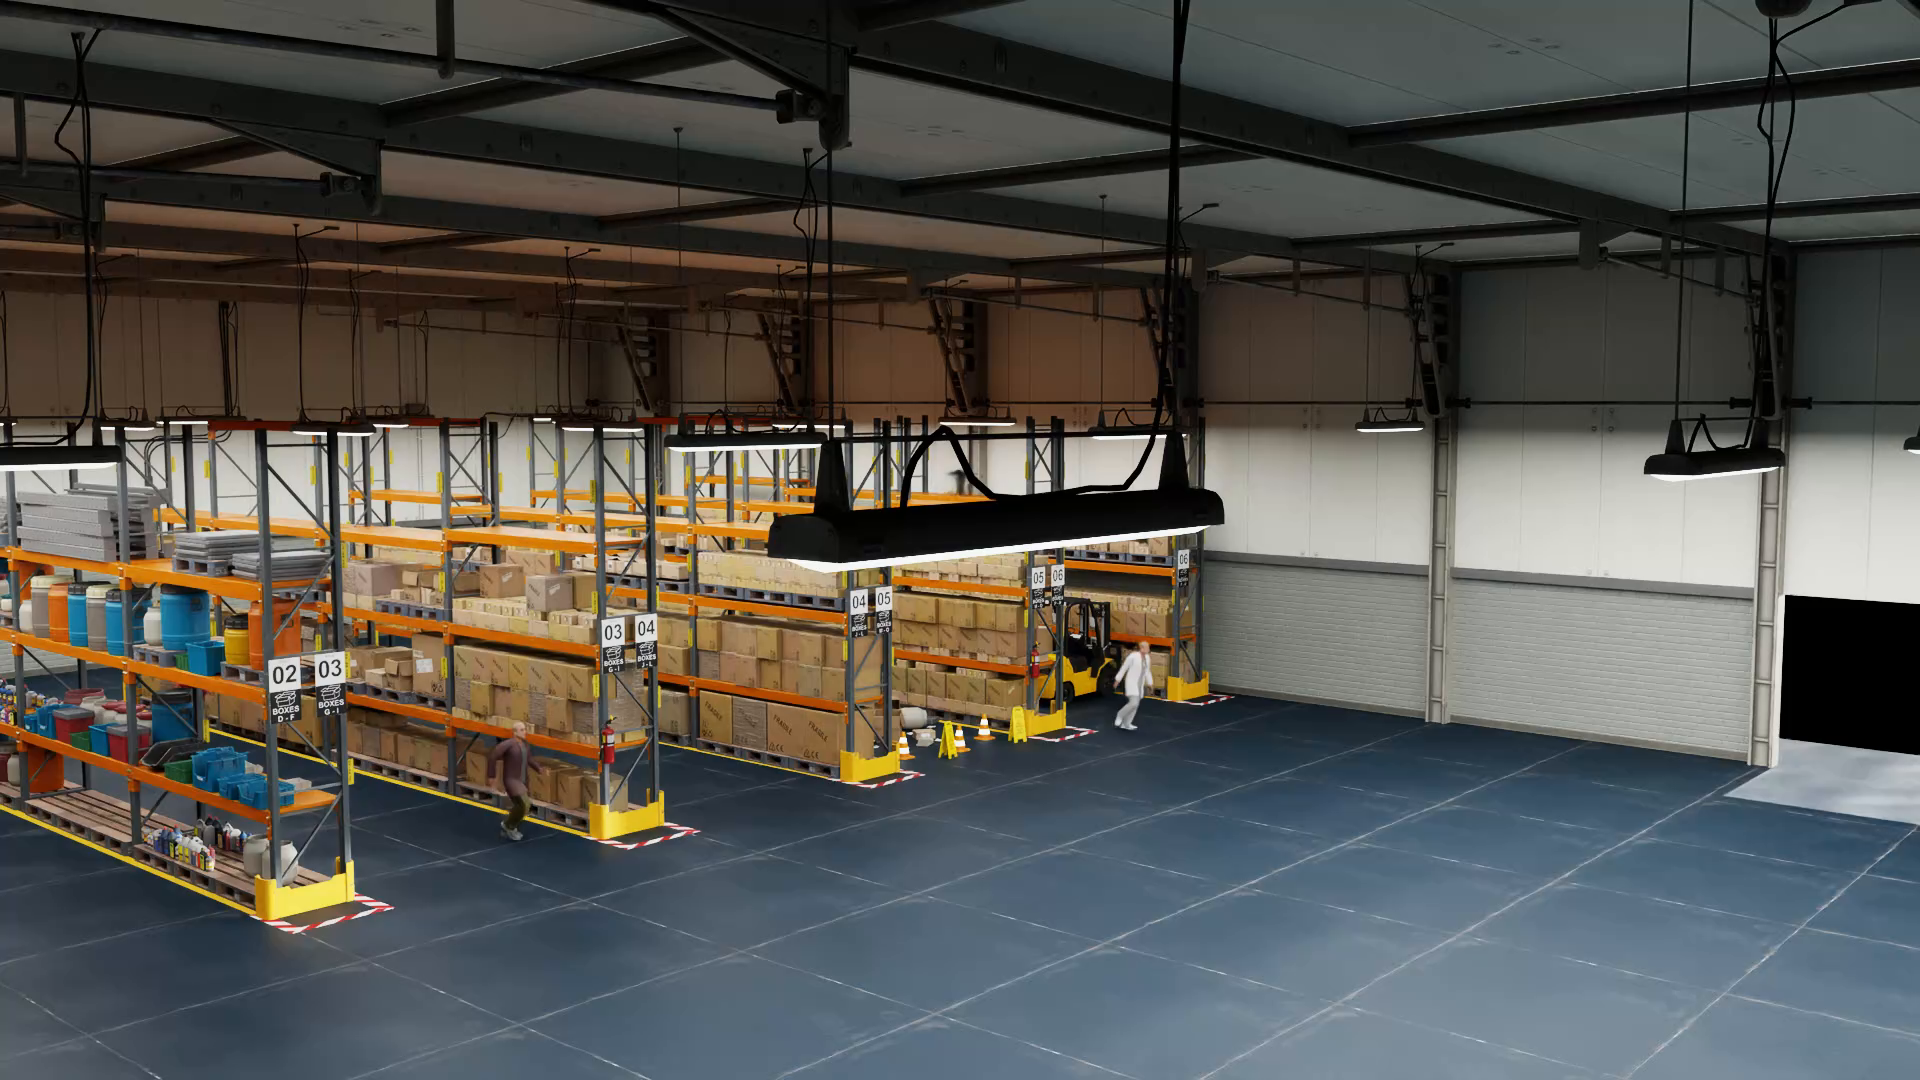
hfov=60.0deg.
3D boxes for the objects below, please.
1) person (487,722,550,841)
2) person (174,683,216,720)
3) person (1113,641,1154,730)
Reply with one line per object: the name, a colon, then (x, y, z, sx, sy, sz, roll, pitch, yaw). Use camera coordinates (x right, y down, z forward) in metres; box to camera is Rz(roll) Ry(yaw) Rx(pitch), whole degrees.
person: (-6.350, 3.482, 23.927, 0.766, 1.719, 0.701, 2, 5, 22)
person: (-13.947, 3.054, 30.296, 0.813, 1.539, 0.695, 3, 5, 30)
person: (3.339, 2.806, 32.092, 0.731, 1.739, 0.588, -4, 6, -42)
